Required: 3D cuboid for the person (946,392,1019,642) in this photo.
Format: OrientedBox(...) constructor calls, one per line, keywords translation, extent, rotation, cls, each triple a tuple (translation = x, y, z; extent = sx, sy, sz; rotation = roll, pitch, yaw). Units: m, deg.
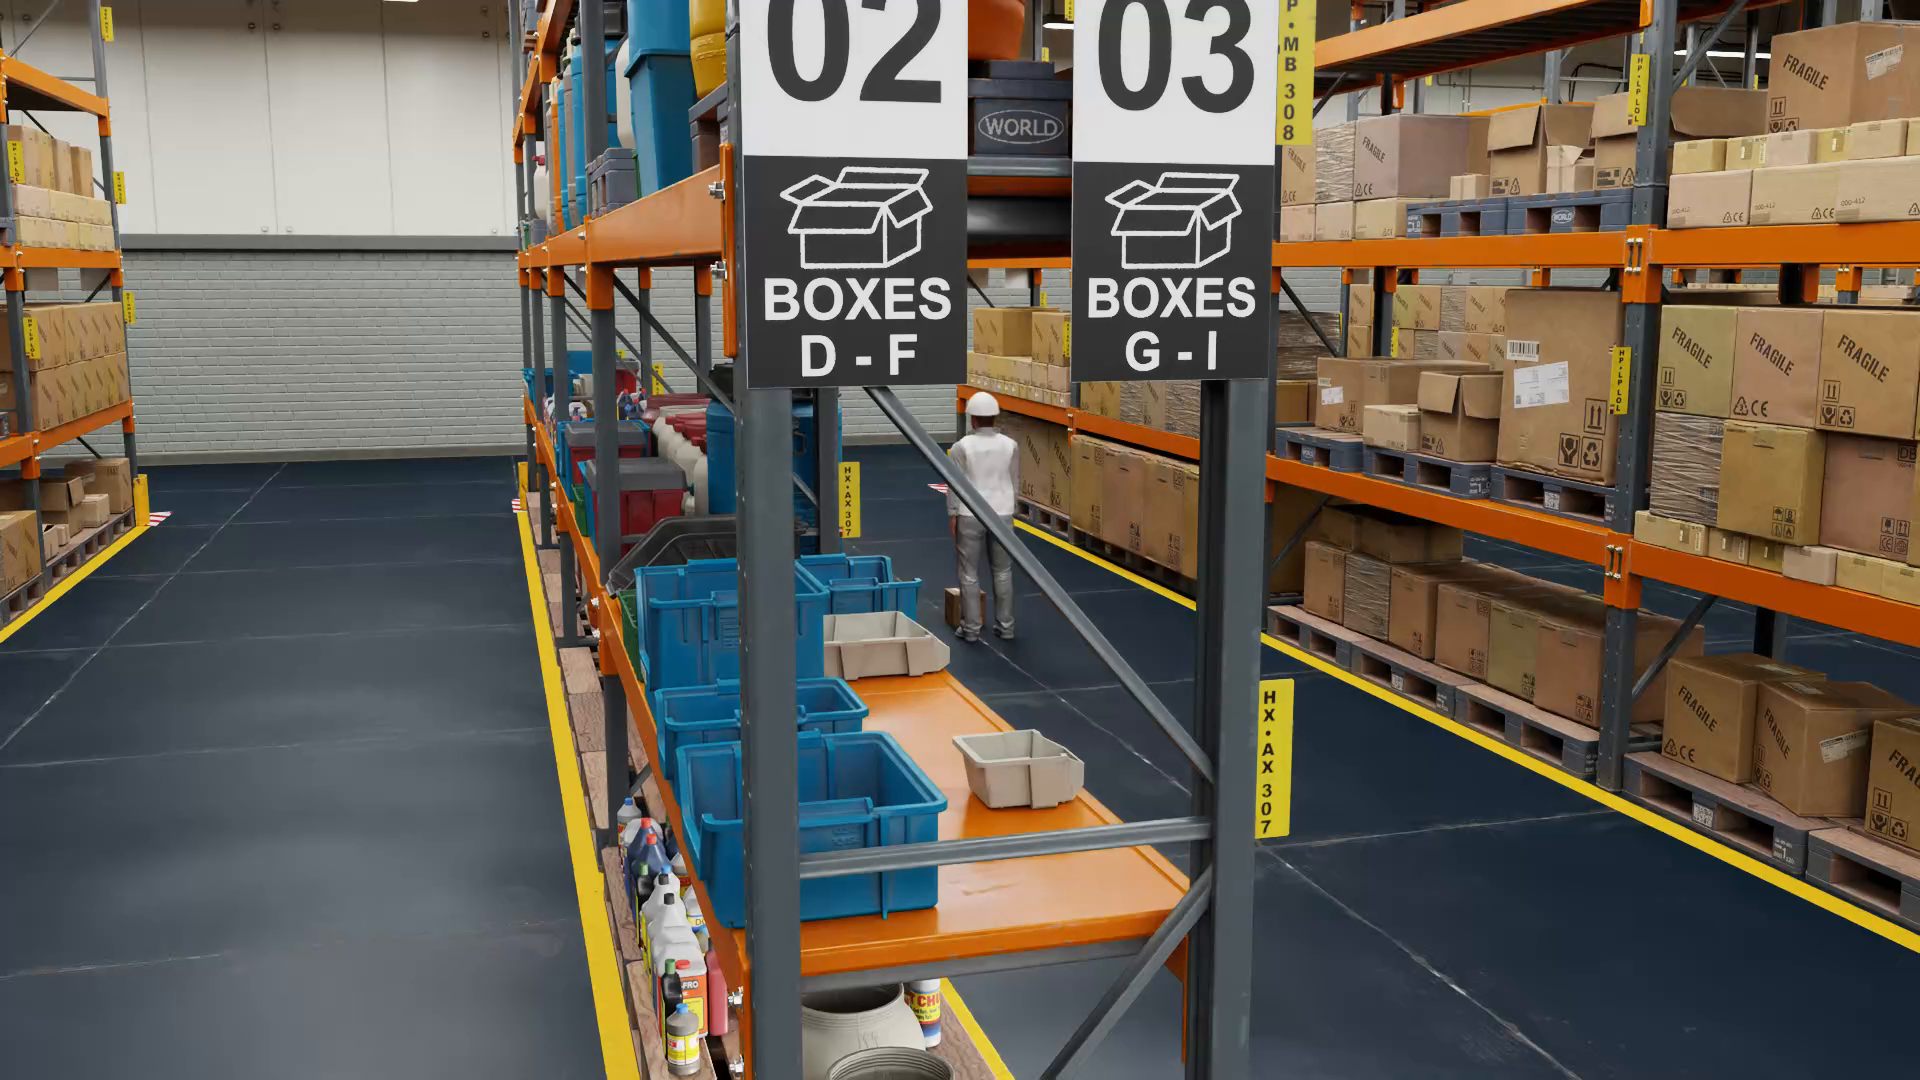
OrientedBox(translation=(0.156, -0.168, 11.857), extent=(0.532, 1.764, 0.360), rotation=(-2, 9, -15), cls="person")
